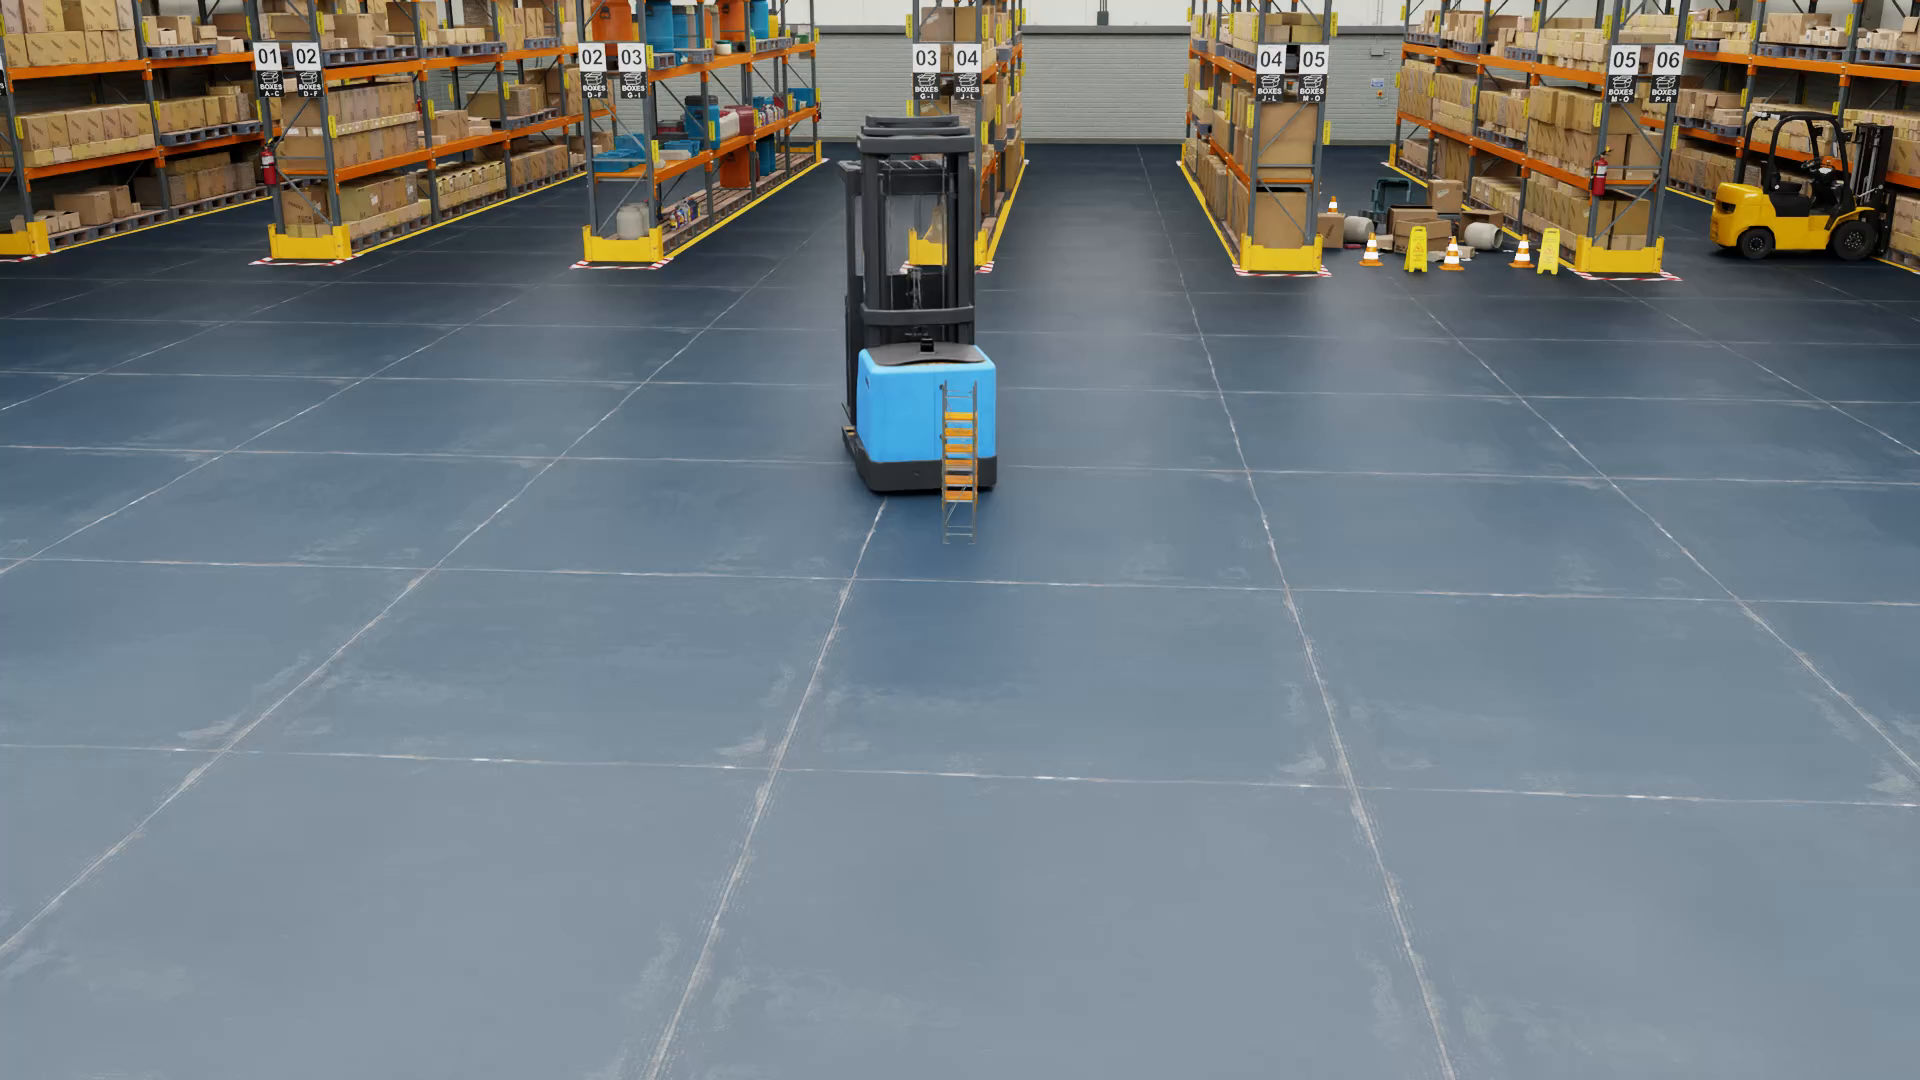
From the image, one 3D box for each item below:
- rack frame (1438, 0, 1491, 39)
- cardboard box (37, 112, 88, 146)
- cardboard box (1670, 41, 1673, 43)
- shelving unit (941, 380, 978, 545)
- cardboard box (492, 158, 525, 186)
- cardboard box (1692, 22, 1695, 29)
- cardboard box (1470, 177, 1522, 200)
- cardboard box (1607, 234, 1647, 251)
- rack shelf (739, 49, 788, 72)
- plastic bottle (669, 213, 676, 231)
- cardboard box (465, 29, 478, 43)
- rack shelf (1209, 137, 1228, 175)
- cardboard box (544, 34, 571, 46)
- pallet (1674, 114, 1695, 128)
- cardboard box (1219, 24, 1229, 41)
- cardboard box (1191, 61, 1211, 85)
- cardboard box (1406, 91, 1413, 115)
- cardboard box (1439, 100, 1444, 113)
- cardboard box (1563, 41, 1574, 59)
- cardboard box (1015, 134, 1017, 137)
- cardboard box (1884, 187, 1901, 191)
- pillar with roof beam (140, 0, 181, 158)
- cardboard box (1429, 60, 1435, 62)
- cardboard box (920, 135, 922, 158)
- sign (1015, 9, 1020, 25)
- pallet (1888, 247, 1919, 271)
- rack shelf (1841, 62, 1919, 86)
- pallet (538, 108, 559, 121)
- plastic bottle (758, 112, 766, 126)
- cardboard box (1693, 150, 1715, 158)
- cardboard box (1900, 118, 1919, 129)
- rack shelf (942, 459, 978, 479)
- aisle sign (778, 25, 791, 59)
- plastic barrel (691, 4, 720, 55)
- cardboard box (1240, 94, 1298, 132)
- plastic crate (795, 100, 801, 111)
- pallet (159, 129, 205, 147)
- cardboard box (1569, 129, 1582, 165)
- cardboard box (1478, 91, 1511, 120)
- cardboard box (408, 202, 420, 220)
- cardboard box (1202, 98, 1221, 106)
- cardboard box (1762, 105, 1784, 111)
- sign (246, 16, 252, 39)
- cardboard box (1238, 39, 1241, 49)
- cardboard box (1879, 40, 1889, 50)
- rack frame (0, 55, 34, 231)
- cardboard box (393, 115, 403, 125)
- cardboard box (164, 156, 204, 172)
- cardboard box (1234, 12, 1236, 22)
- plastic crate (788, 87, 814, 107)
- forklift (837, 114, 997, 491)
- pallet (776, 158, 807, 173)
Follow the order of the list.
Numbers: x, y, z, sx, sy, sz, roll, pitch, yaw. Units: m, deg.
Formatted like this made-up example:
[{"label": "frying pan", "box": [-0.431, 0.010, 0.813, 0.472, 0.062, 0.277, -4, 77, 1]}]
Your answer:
[{"label": "rack frame", "box": [10.561, -11.961, 34.474, 1.000, 3.000, 0.127, 1, 18, 4]}, {"label": "cardboard box", "box": [-14.583, -6.686, 27.015, 0.500, 0.500, 0.500, 1, 18, 2]}, {"label": "cardboard box", "box": [15.264, -10.501, 35.239, 0.380, 0.149, 0.250, 1, 18, 4]}, {"label": "shelving unit", "box": [-0.001, -0.566, 12.222, 0.258, 1.200, 0.189, 1, 18, 4]}, {"label": "cardboard box", "box": [-9.173, -7.468, 33.703, 0.500, 0.500, 0.500, 2, 18, 6]}, {"label": "cardboard box", "box": [15.045, -10.450, 33.770, 0.380, 0.149, 0.250, 1, 18, 3]}, {"label": "cardboard box", "box": [10.224, -6.643, 31.426, 0.950, 0.372, 0.625, 0, 18, 0]}, {"label": "cardboard box", "box": [10.034, -4.520, 25.143, 0.500, 0.250, 0.500, 1, 18, 3]}, {"label": "rack shelf", "box": [-4.407, -9.904, 34.170, 1.077, 0.370, 4.000, 1, 18, 4]}, {"label": "plastic bottle", "box": [-4.683, -5.184, 27.101, 0.097, 0.271, 0.097, 0, 18, 0]}, {"label": "cardboard box", "box": [-9.487, -9.560, 31.530, 0.500, 0.250, 0.500, 2, 18, 5]}, {"label": "rack shelf", "box": [5.186, -6.984, 30.075, 1.077, 0.370, 4.000, 1, 18, 4]}, {"label": "cardboard box", "box": [-8.922, -11.053, 36.762, 0.500, 0.250, 0.500, 1, 18, 4]}, {"label": "pallet", "box": [15.346, -8.664, 34.354, 1.003, 0.211, 1.213, 1, 18, 4]}, {"label": "cardboard box", "box": [5.058, -9.357, 30.653, 0.500, 0.311, 0.500, 1, 18, 4]}, {"label": "cardboard box", "box": [5.484, -10.486, 37.363, 0.500, 0.500, 0.500, 1, 18, 2]}, {"label": "cardboard box", "box": [10.464, -9.942, 37.787, 0.500, 0.500, 0.500, 1, 18, 4]}, {"label": "cardboard box", "box": [10.239, -8.984, 34.460, 0.500, 0.250, 0.500, 2, 18, 5]}, {"label": "cardboard box", "box": [9.572, -7.518, 25.495, 0.500, 0.250, 0.500, 1, 18, 4]}, {"label": "cardboard box", "box": [0.587, -8.045, 34.894, 1.225, 0.875, 0.875, 1, 18, 2]}, {"label": "cardboard box", "box": [14.520, -5.427, 26.305, 0.500, 0.250, 0.500, 2, 18, 6]}, {"label": "pillar with roof beam", "box": [-11.094, -10.791, 30.904, 9.100, 9.000, 0.400, 1, 18, 4]}, {"label": "cardboard box", "box": [11.028, -10.988, 38.332, 0.380, 0.149, 0.250, 2, 18, 5]}, {"label": "cardboard box", "box": [-0.201, -6.121, 25.649, 0.875, 0.500, 0.500, 1, 18, 4]}, {"label": "sign", "box": [1.218, -11.143, 35.459, 0.100, 0.325, 0.005, 1, 18, 4]}, {"label": "pallet", "box": [14.665, -4.187, 24.862, 1.003, 0.211, 1.213, 1, 18, 4]}, {"label": "rack shelf", "box": [14.795, -6.978, 25.241, 1.077, 0.370, 4.000, 1, 18, 4]}, {"label": "pallet", "box": [-9.370, -9.217, 36.042, 1.003, 0.211, 1.213, 1, 18, 4]}, {"label": "plastic bottle", "box": [-4.098, -8.699, 34.352, 0.152, 0.276, 0.135, 1, 18, 4]}, {"label": "cardboard box", "box": [15.210, -7.885, 33.968, 0.380, 0.149, 0.250, 1, 18, 4]}, {"label": "cardboard box", "box": [14.459, -6.285, 25.107, 0.380, 0.149, 0.250, 2, 18, 5]}, {"label": "rack shelf", "box": [-0.001, -0.523, 12.236, 0.258, 0.103, 0.180, 1, 18, 4]}, {"label": "aisle sign", "box": [-4.268, -11.949, 39.896, 0.394, 0.787, 0.004, 1, 18, 4]}, {"label": "plastic barrel", "box": [-4.826, -9.613, 31.321, 0.600, 0.901, 0.600, 0, 18, 0]}, {"label": "cardboard box", "box": [4.853, -6.672, 25.994, 0.875, 0.550, 0.500, 1, 18, 4]}, {"label": "plastic crate", "box": [-3.868, -9.990, 38.265, 0.416, 0.233, 0.300, 1, 18, 4]}, {"label": "pallet", "box": [-14.519, -7.321, 30.258, 1.003, 0.211, 1.213, 1, 18, 4]}, {"label": "cardboard box", "box": [9.505, -5.902, 24.980, 0.500, 0.500, 0.500, 1, 18, 4]}, {"label": "cardboard box", "box": [10.011, -8.122, 31.079, 0.500, 0.500, 0.500, 1, 18, 2]}, {"label": "cardboard box", "box": [-9.639, -5.658, 28.614, 0.500, 0.250, 0.500, 1, 18, 4]}, {"label": "cardboard box", "box": [4.928, -8.550, 32.473, 0.380, 0.149, 0.250, 1, 18, 3]}, {"label": "cardboard box", "box": [14.898, -7.858, 30.386, 0.380, 0.149, 0.250, 2, 18, 5]}, {"label": "sign", "box": [-10.605, -7.652, 24.846, 0.100, 0.325, 0.005, 1, 18, 4]}, {"label": "cardboard box", "box": [4.607, -7.836, 26.272, 0.380, 0.149, 0.250, 1, 18, 3]}, {"label": "cardboard box", "box": [14.548, -7.698, 25.849, 0.380, 0.149, 0.250, 2, 18, 6]}, {"label": "rack frame", "box": [-15.006, -5.936, 25.722, 1.000, 3.000, 0.127, 1, 18, 4]}, {"label": "cardboard box", "box": [-9.637, -7.096, 28.059, 0.380, 0.149, 0.250, 1, 18, 4]}, {"label": "cardboard box", "box": [-14.621, -7.084, 31.327, 0.500, 0.250, 0.500, 1, 18, 2]}, {"label": "cardboard box", "box": [4.678, -8.531, 27.112, 0.380, 0.149, 0.250, 1, 18, 4]}, {"label": "plastic crate", "box": [-3.815, -10.621, 39.868, 0.616, 0.435, 0.499, 1, 18, 4]}, {"label": "forklift", "box": [-0.461, -2.205, 14.444, 1.130, 2.935, 3.031, -3, 18, -10]}, {"label": "pallet", "box": [-4.165, -8.726, 38.714, 1.003, 0.211, 1.213, 1, 18, 4]}]
